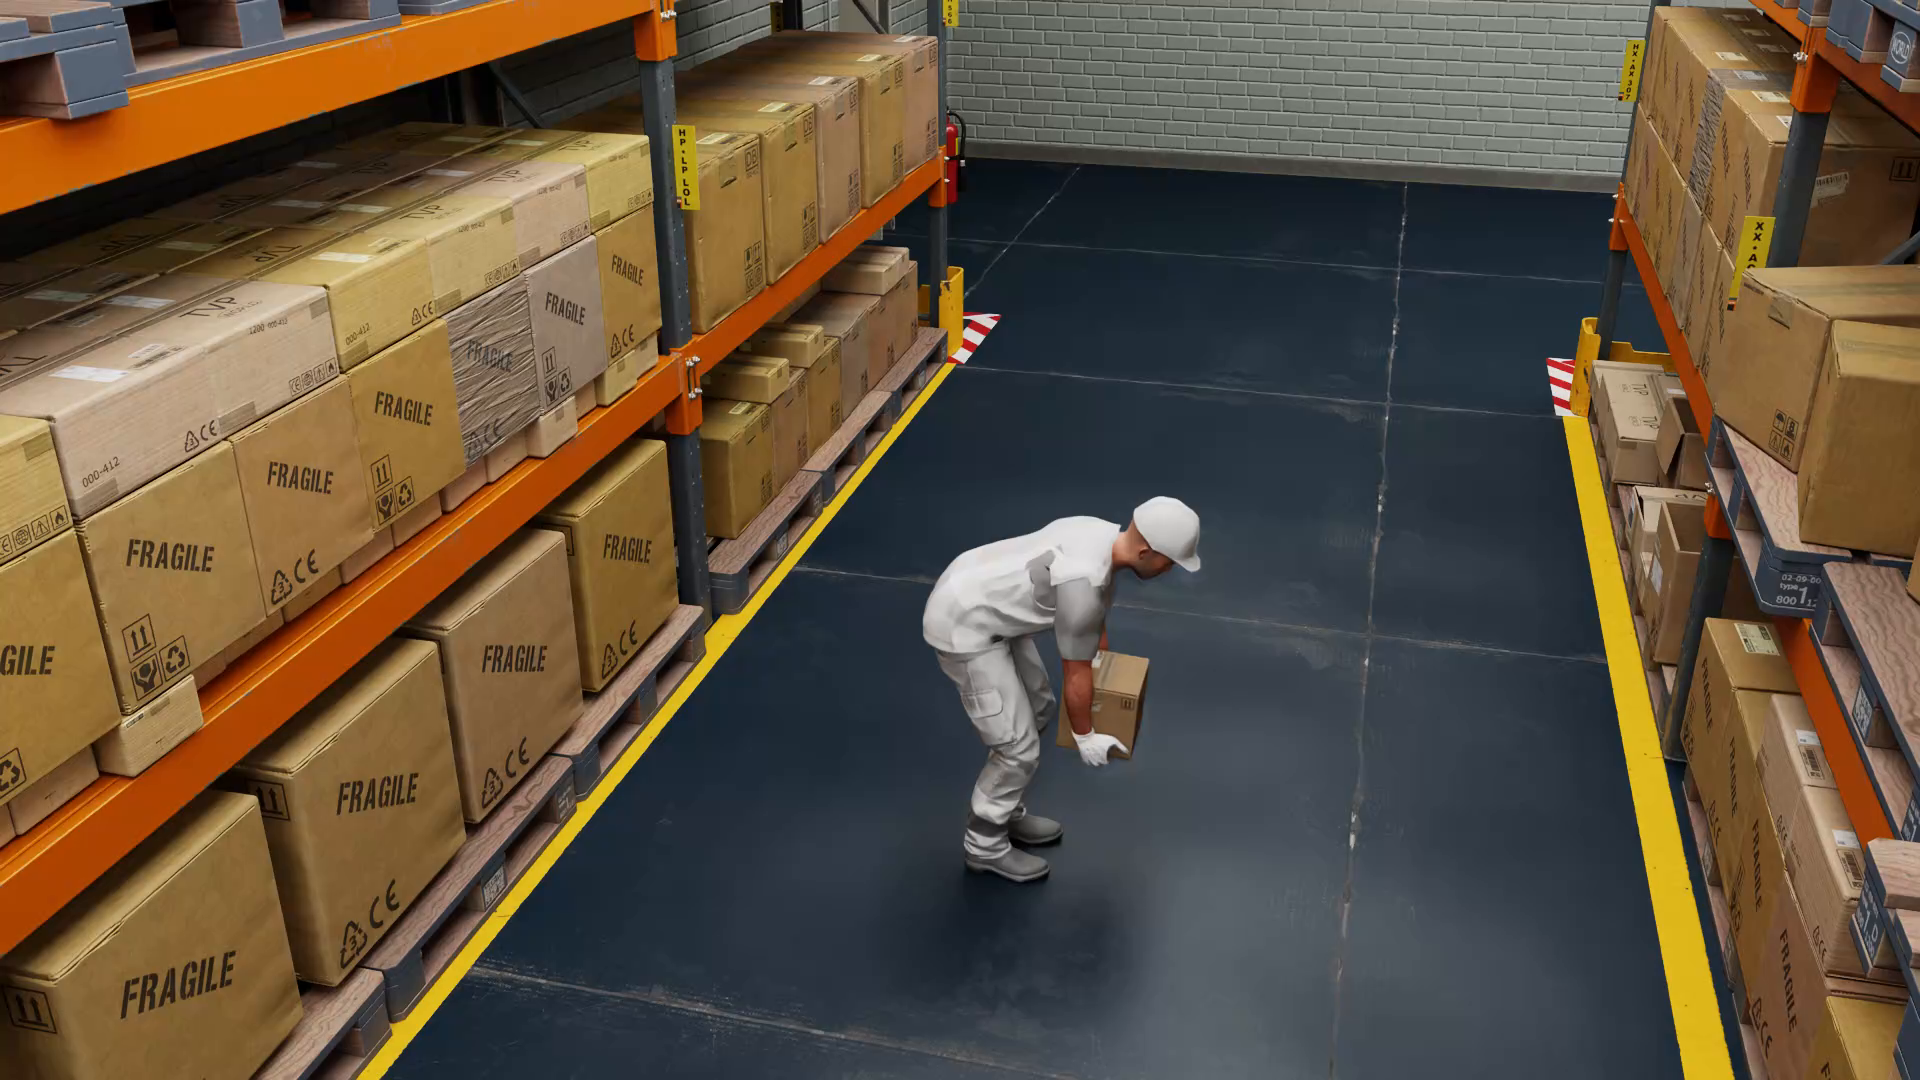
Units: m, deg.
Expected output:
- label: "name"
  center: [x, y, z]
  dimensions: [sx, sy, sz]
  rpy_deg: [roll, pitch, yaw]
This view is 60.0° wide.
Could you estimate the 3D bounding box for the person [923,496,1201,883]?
- label: "person"
  center: [0.324, 0.474, 5.529]
  dimensions: [0.887, 1.393, 0.490]
  rpy_deg: [5, 26, 12]
